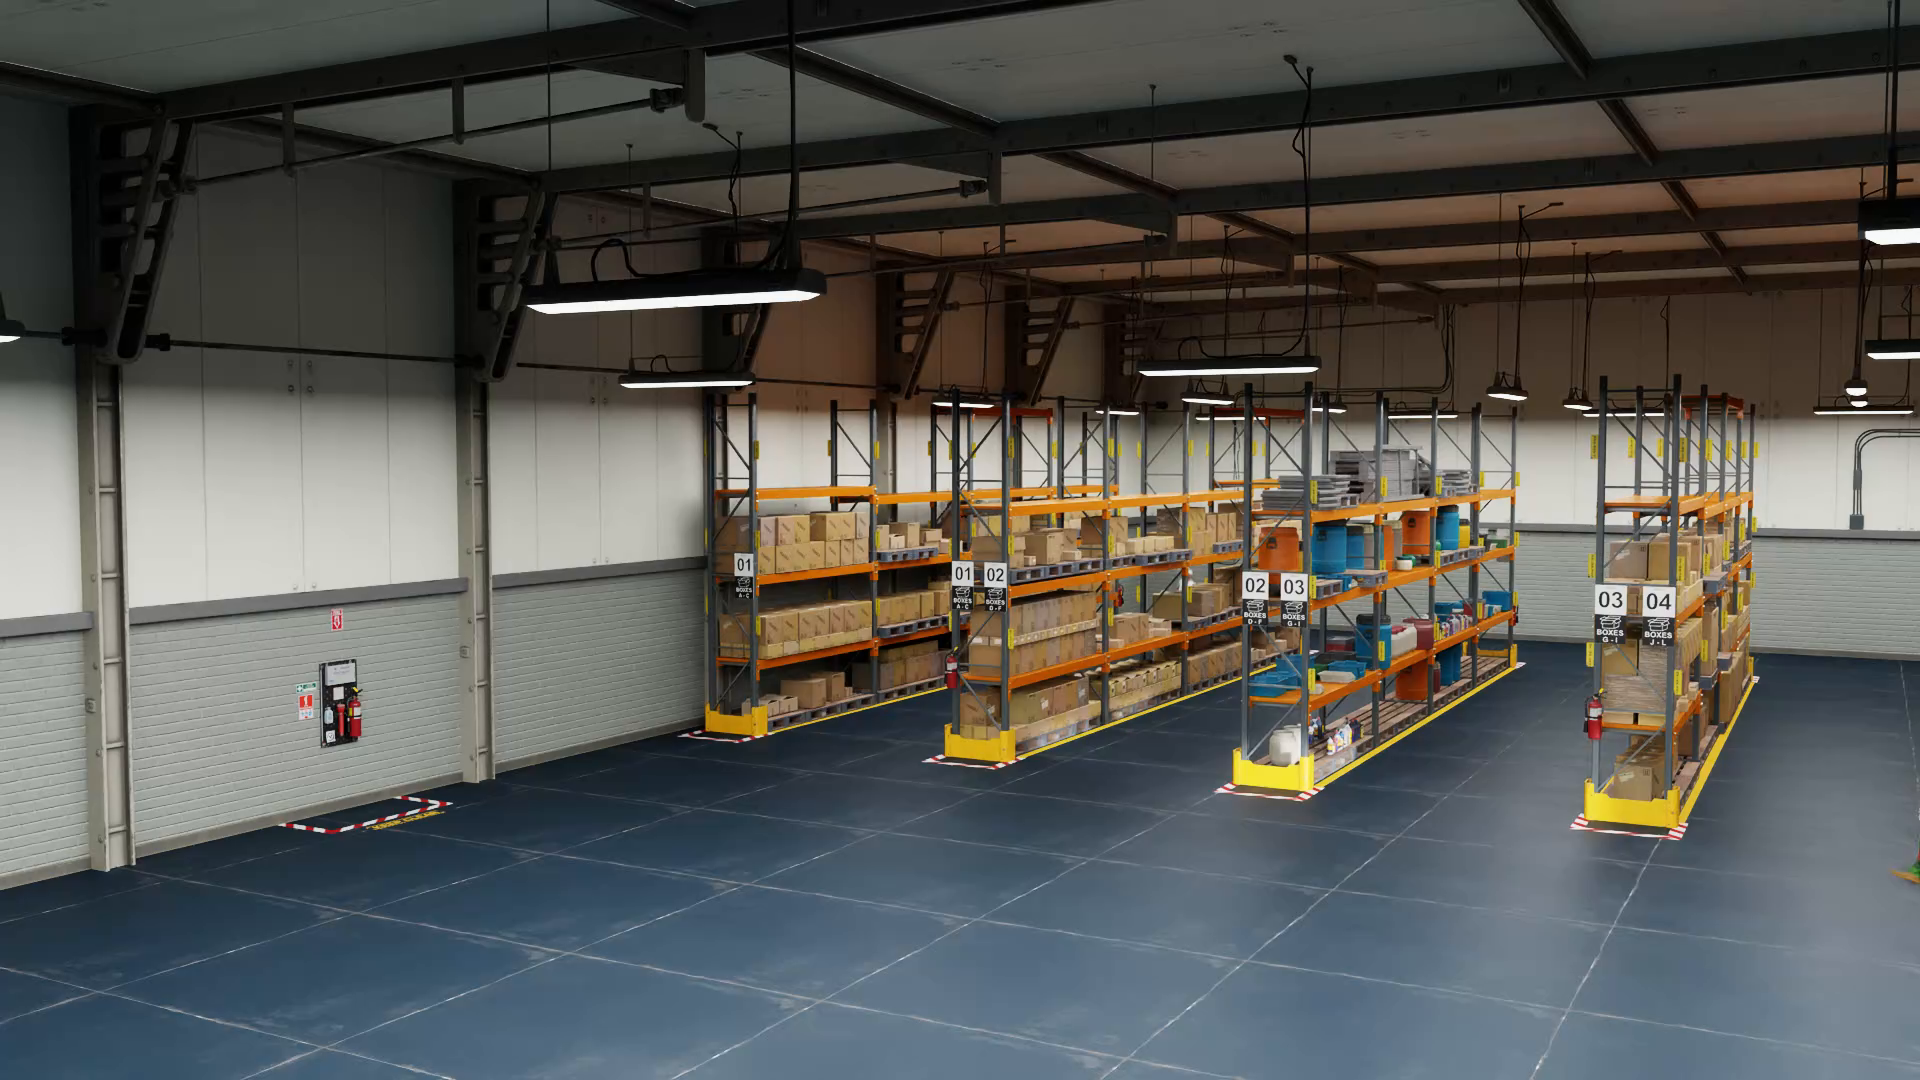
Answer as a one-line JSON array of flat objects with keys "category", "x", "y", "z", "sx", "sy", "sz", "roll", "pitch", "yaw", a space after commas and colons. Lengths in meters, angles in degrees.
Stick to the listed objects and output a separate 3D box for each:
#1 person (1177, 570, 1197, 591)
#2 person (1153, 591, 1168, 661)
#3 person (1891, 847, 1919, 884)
[{"category": "person", "x": 6.105, "y": 1.695, "z": 45.001, "sx": 0.640, "sy": 1.761, "sz": 0.918, "roll": 0, "pitch": 3, "yaw": 6}, {"category": "person", "x": 4.626, "y": 2.042, "z": 38.420, "sx": 0.616, "sy": 1.761, "sz": 0.570, "roll": 1, "pitch": 3, "yaw": 19}, {"category": "person", "x": 11.325, "y": 3.099, "z": 19.015, "sx": 1.062, "sy": 1.752, "sz": 0.507, "roll": 0, "pitch": 3, "yaw": 6}]
